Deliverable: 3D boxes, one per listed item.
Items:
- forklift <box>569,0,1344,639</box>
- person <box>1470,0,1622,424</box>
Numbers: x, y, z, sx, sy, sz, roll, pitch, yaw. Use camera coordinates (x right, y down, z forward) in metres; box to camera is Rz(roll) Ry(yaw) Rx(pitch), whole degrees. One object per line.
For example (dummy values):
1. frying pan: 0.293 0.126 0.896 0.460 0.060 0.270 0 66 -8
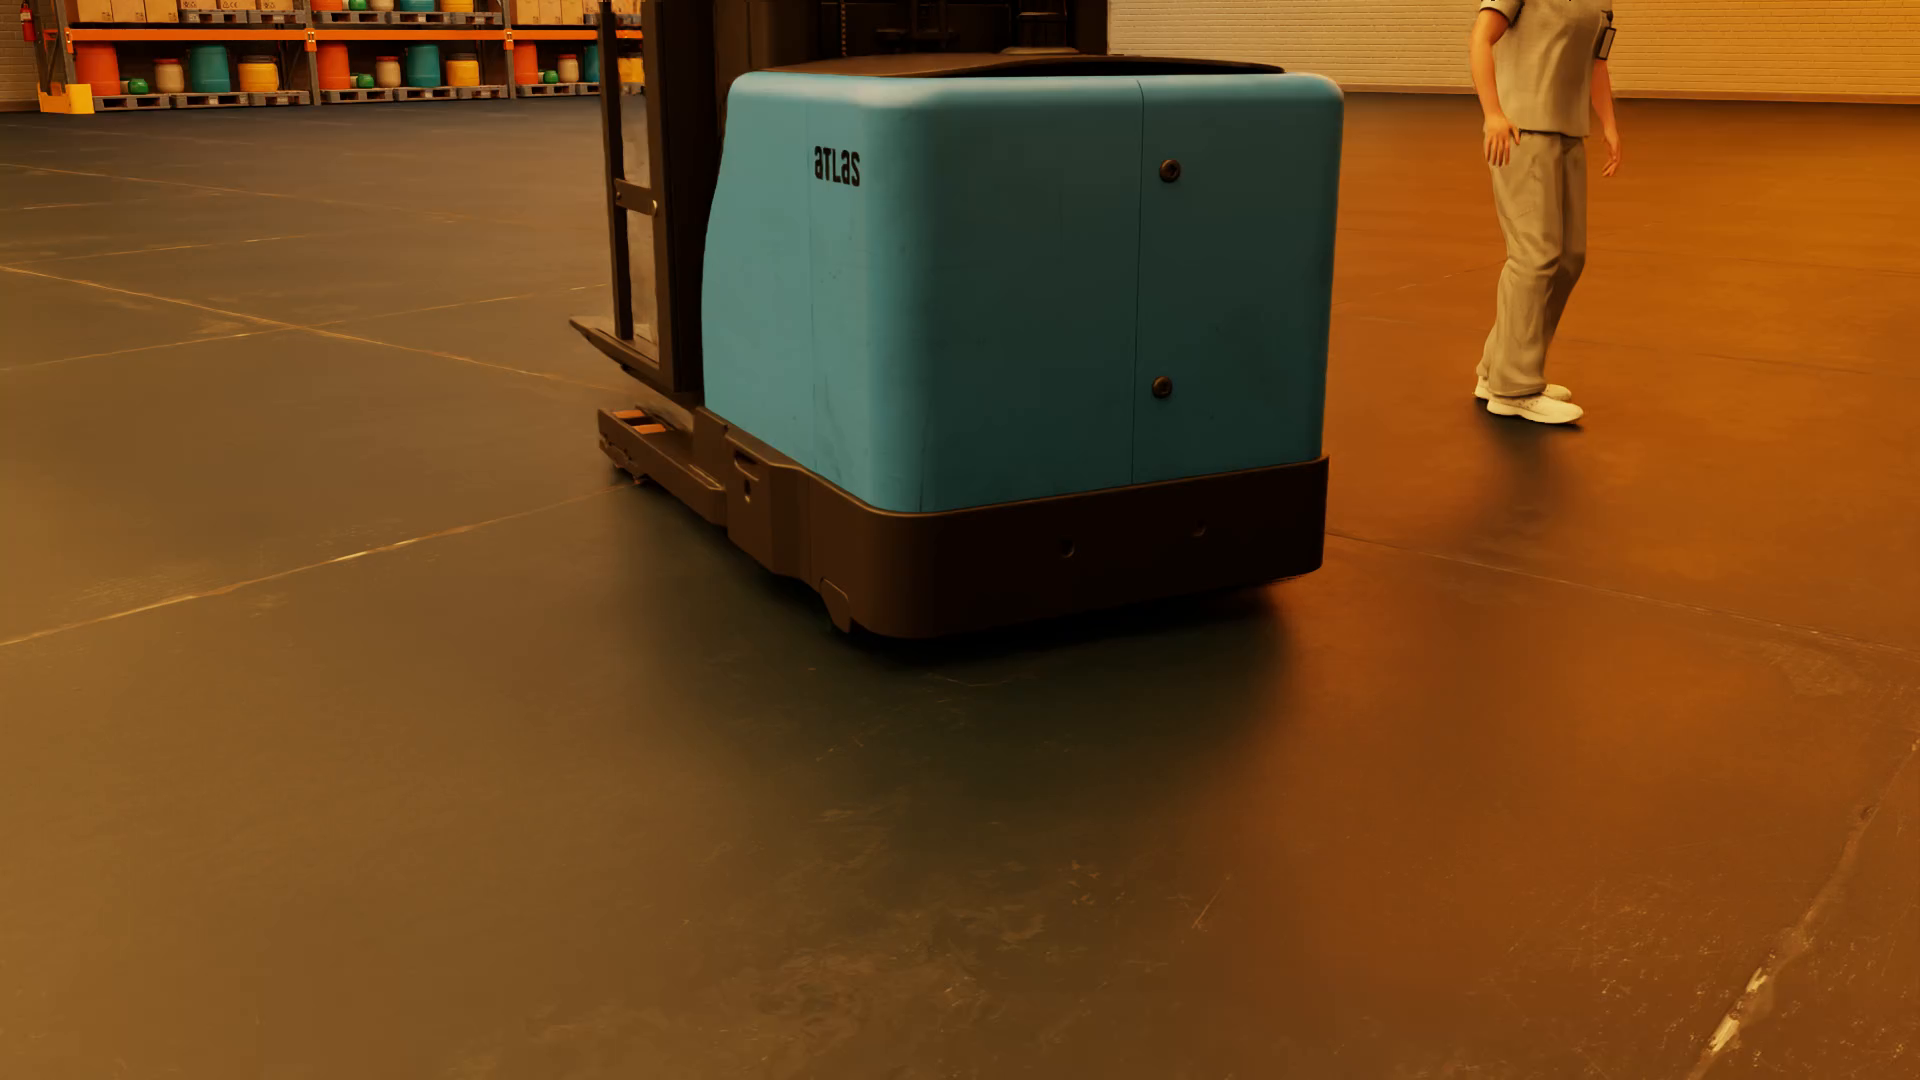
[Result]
1. forklift: -0.346 -1.599 4.164 1.130 2.935 3.031 -8 19 -26
2. person: 1.838 -1.212 5.084 0.633 1.657 0.471 -14 22 -38
